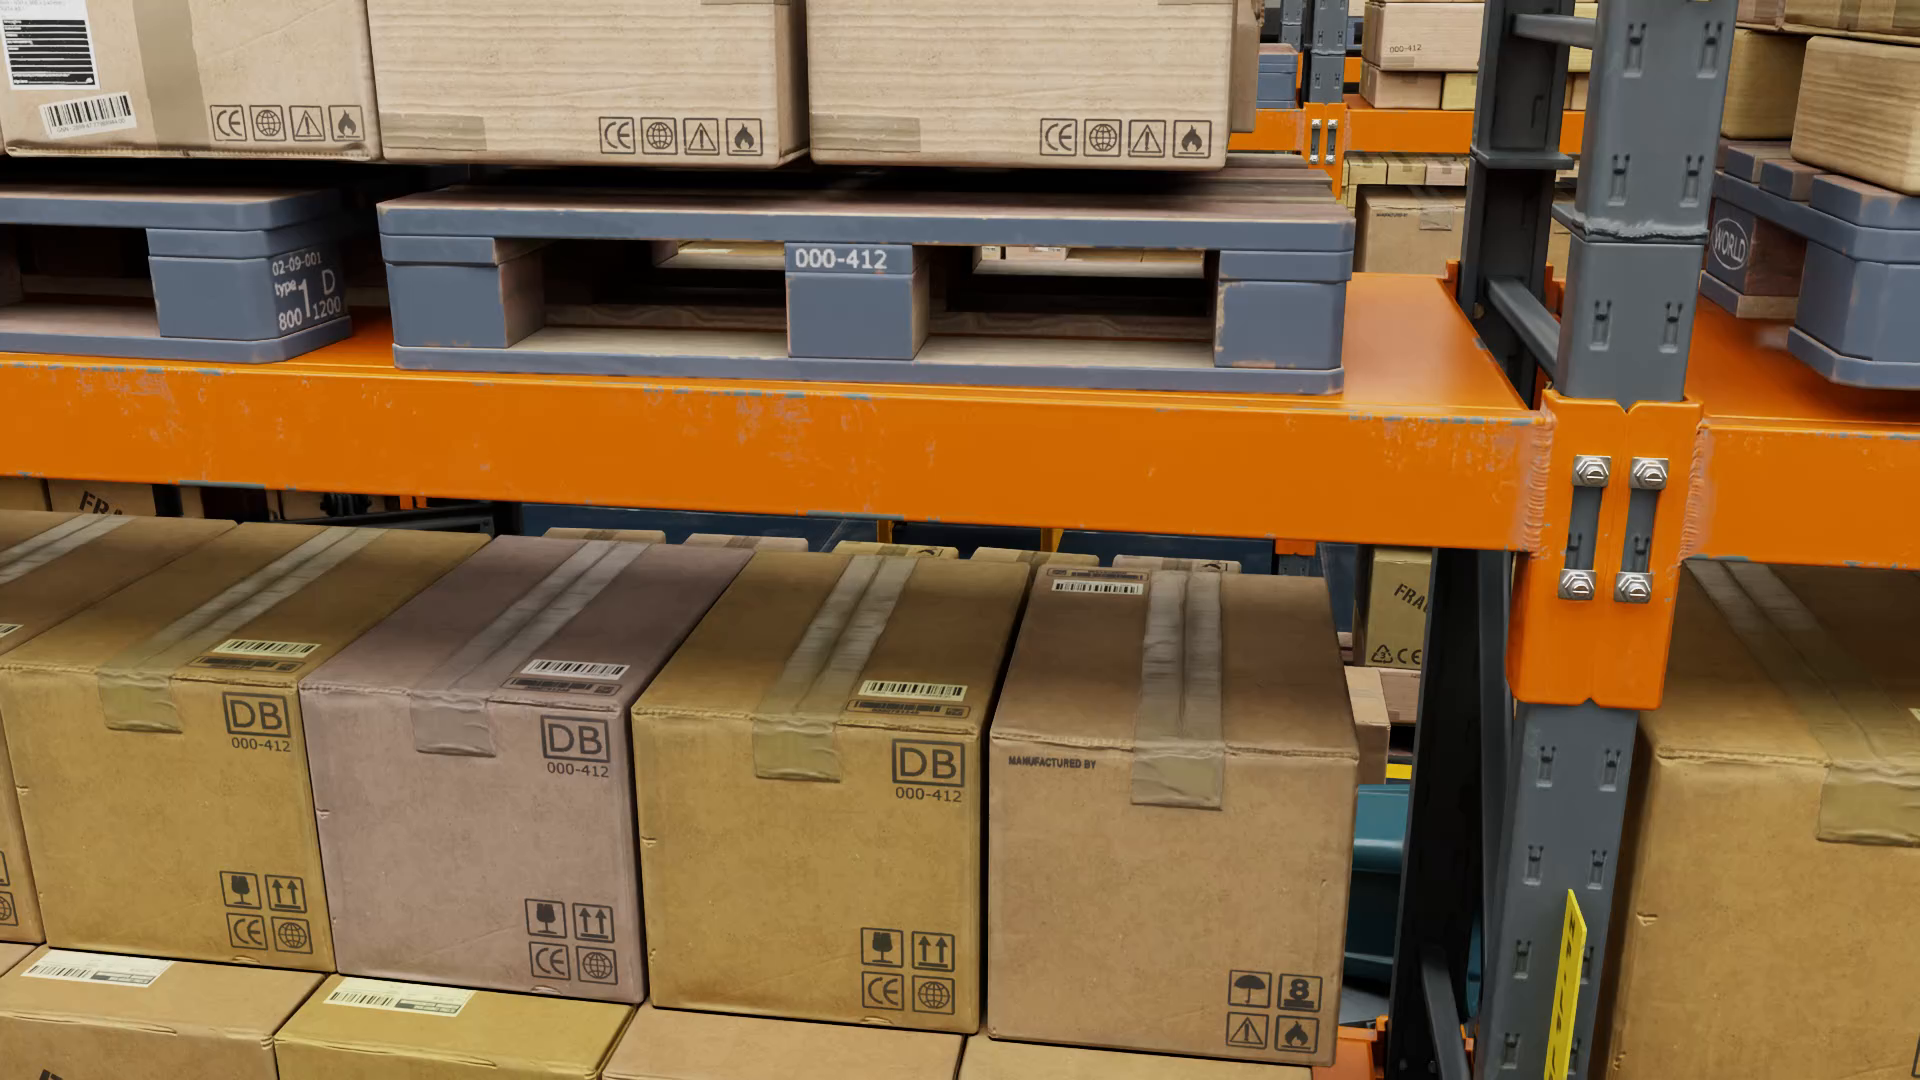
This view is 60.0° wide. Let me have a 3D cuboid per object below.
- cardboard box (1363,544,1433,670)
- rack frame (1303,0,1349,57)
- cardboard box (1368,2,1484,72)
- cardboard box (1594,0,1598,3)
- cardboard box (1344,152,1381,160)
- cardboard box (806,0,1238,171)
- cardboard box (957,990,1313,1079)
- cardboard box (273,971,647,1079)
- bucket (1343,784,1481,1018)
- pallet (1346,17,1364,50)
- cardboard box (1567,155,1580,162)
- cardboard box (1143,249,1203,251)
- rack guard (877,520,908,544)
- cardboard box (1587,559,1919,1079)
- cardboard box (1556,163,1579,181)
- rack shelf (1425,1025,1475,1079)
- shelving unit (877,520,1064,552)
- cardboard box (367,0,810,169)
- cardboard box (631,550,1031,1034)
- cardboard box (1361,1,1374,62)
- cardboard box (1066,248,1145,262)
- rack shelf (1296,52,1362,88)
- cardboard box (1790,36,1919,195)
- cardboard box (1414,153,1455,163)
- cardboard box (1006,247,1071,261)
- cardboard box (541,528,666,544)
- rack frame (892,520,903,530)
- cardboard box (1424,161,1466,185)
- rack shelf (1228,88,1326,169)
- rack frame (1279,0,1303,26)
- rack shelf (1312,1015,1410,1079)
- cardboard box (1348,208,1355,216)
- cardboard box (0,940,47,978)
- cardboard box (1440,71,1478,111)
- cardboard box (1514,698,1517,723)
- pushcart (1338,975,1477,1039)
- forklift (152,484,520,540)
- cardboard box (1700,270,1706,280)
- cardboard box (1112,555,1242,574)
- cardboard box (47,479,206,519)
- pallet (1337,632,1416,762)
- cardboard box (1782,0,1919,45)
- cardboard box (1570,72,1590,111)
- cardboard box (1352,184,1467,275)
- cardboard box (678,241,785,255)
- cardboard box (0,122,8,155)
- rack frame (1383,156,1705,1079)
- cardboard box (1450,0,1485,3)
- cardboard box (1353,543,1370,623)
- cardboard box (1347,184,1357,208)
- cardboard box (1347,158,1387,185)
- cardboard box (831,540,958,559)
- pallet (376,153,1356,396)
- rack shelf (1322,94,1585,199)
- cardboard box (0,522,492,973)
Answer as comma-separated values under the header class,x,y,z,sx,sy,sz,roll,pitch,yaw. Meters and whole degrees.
class,x,y,z,sx,sy,sz,roll,pitch,yaw
cardboard box,2.053,0.251,7.317,0.500,0.500,0.500,4,19,11
rack frame,1.513,-3.458,6.455,0.127,3.000,1.000,3,19,9
cardboard box,1.904,-1.997,6.586,0.500,0.250,0.500,3,19,7
cardboard box,2.548,-2.135,6.367,0.250,0.149,0.380,3,19,8
cardboard box,2.901,-2.717,12.048,0.250,0.149,0.380,2,19,7
cardboard box,0.105,-0.640,2.179,0.500,0.250,0.500,3,19,9
cardboard box,0.270,0.953,2.570,0.500,0.500,0.500,3,19,8
cardboard box,-0.728,0.902,2.722,0.500,0.500,0.500,3,19,9
bucket,1.328,1.059,5.174,0.620,0.611,0.726,-1,16,31
pallet,3.143,-3.514,11.490,1.213,0.211,1.003,3,19,9
cardboard box,4.426,-2.633,11.798,0.250,0.149,0.380,3,19,9
cardboard box,1.096,-1.114,7.617,0.500,0.500,0.500,3,19,10
rack guard,-0.416,-0.140,10.327,0.087,0.250,0.587,3,19,9
cardboard box,1.187,0.389,2.475,0.550,0.550,0.875,3,19,9
cardboard box,4.098,-2.508,11.423,0.250,0.149,0.380,3,19,9
rack shelf,2.803,1.385,2.571,4.000,0.370,1.077,3,19,9
shelving unit,0.075,-0.707,10.054,1.083,1.500,0.587,3,19,9
cardboard box,-0.426,-0.648,2.202,0.500,0.250,0.500,3,19,8
cardboard box,-0.171,0.373,2.728,0.500,0.500,0.700,3,19,8
cardboard box,1.994,-2.167,7.094,0.500,0.250,0.500,3,19,8
cardboard box,0.531,-0.976,7.206,0.500,0.500,0.500,3,19,9
rack shelf,4.272,-3.149,11.393,4.000,0.370,1.077,3,19,9
cardboard box,1.133,-0.482,1.866,0.250,0.149,0.380,3,19,8
cardboard box,3.422,-2.715,12.042,0.250,0.149,0.380,3,19,8
cardboard box,0.339,-1.291,7.124,0.250,0.149,0.380,2,19,7
cardboard box,-1.880,0.264,8.265,0.625,0.372,0.950,2,19,5
rack frame,-0.418,-0.733,10.129,0.032,1.500,0.500,3,19,9
cardboard box,3.328,-2.515,11.444,0.250,0.149,0.380,3,19,10
rack shelf,-0.461,-1.795,7.346,4.000,0.370,1.077,3,19,9
rack frame,2.297,-5.013,11.104,0.127,3.000,1.000,3,19,9
rack shelf,-1.147,1.184,3.172,4.000,0.370,1.077,3,19,9
cardboard box,2.694,-2.111,11.728,0.500,0.500,0.500,2,19,7
cardboard box,-1.721,0.852,2.873,0.500,0.500,0.500,3,19,9
cardboard box,2.031,-1.792,6.601,0.250,0.149,0.380,3,19,9
cardboard box,2.582,0.630,7.366,0.500,0.250,0.500,4,19,12
pushcart,1.201,1.347,5.681,0.936,0.377,1.648,-3,19,-10
forklift,-1.916,0.158,5.213,1.130,2.935,3.031,-6,19,-17
cardboard box,2.906,-1.119,6.718,0.500,0.500,0.700,3,19,7
cardboard box,0.995,0.409,7.834,0.625,0.372,0.950,3,19,9
cardboard box,-3.985,-0.113,8.599,0.875,0.875,0.875,3,19,9
pallet,2.182,0.732,7.782,1.213,0.211,1.003,3,19,9
cardboard box,1.266,-0.684,1.840,0.500,0.250,0.500,3,19,9
cardboard box,2.535,-1.790,6.594,0.250,0.149,0.380,3,19,10
cardboard box,1.913,-1.185,6.916,0.500,0.500,0.700,3,19,8
cardboard box,-0.987,-1.058,7.450,0.500,0.500,0.500,3,19,10
cardboard box,-1.440,-0.729,2.347,0.500,0.311,0.500,3,19,8
rack frame,0.828,0.943,2.757,0.127,3.000,1.000,3,19,9
cardboard box,2.034,-2.172,6.480,0.250,0.149,0.380,3,19,10
cardboard box,2.140,0.082,7.820,0.500,0.500,0.500,3,19,8
cardboard box,2.826,-2.412,11.605,0.250,0.149,0.380,3,19,10
cardboard box,2.840,-2.576,11.626,0.250,0.149,0.380,3,19,9
cardboard box,-0.402,0.339,8.042,0.625,0.372,0.950,4,19,10
pallet,-0.085,-0.419,2.404,1.217,0.209,0.805,2,19,6
rack shelf,3.488,-1.594,6.745,4.000,0.370,1.077,3,19,9
cardboard box,-1.169,0.322,2.881,0.500,0.500,0.700,3,19,8
